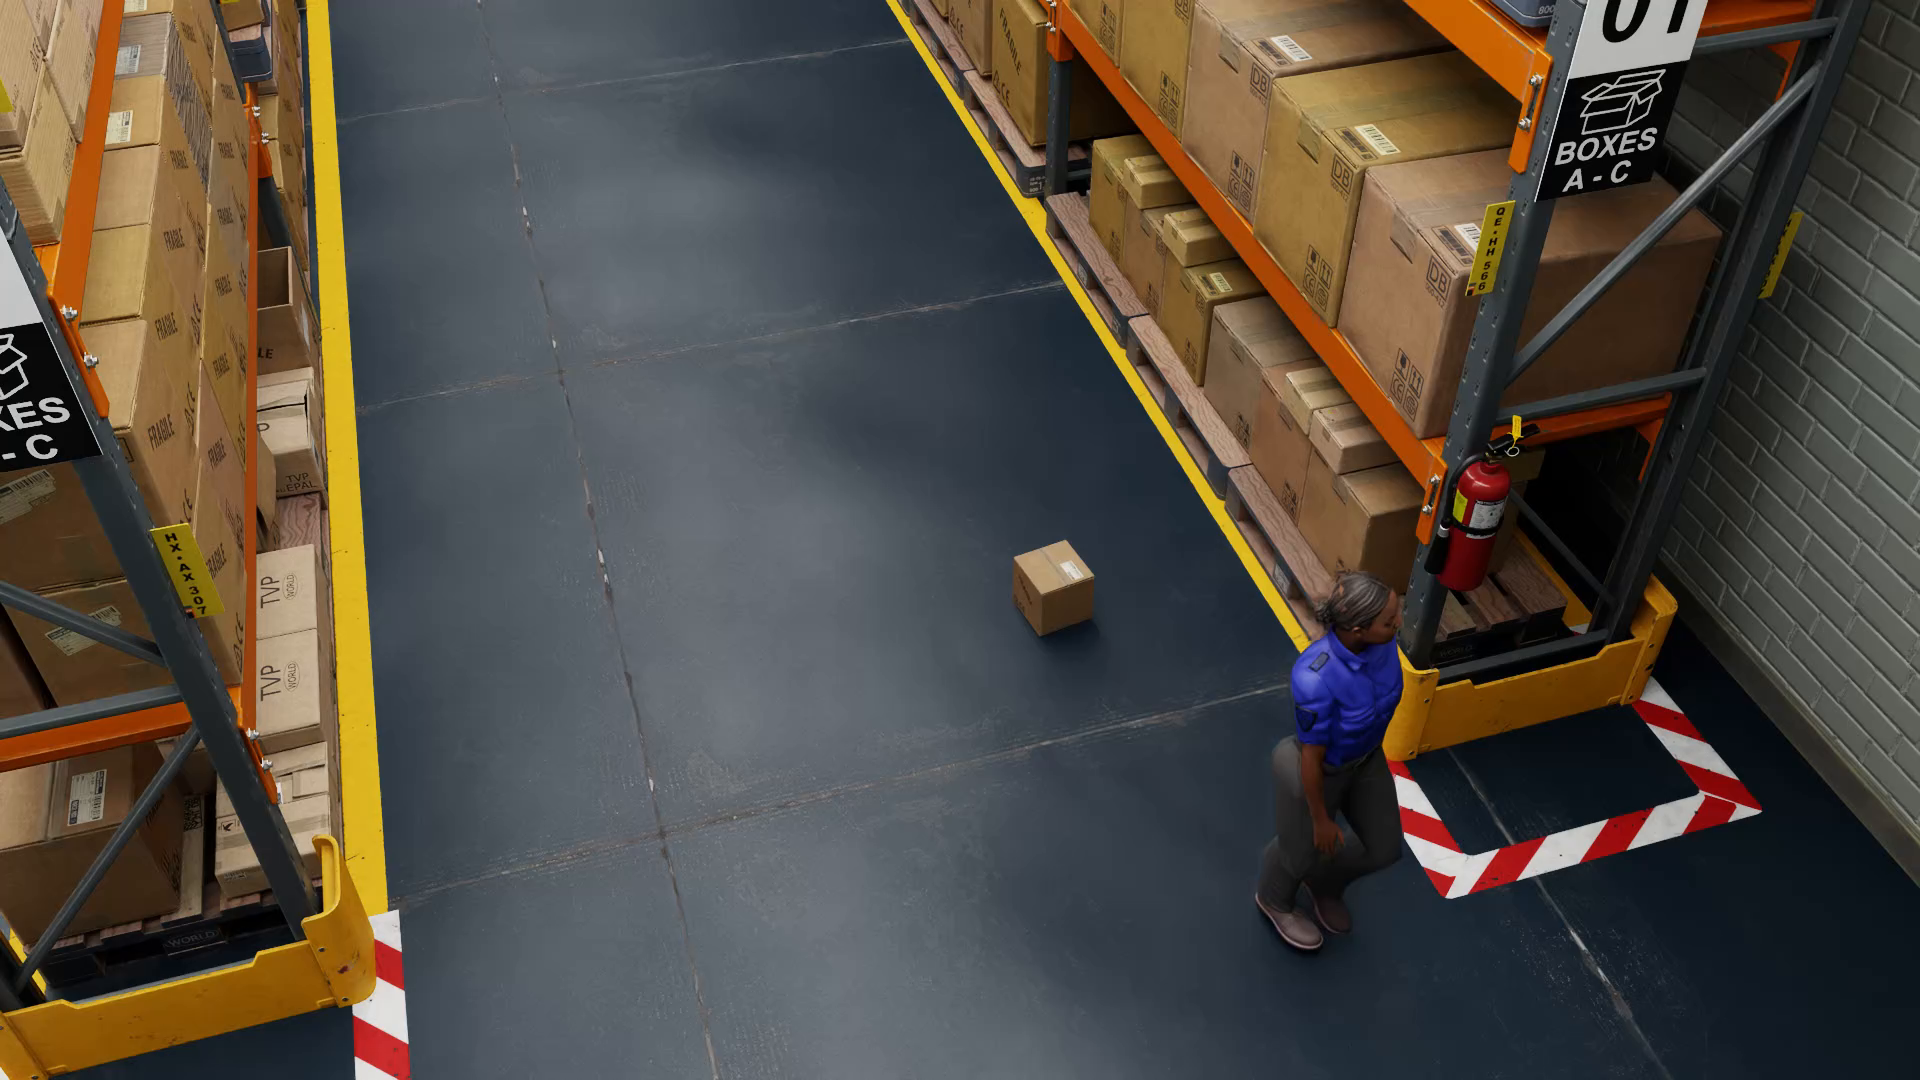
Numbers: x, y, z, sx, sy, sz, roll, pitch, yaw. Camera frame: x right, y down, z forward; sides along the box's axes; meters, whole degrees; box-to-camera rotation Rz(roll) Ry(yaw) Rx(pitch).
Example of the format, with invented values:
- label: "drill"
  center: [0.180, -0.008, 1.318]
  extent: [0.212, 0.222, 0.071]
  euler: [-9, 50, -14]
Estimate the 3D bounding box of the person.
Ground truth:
- label: "person"
  center: [1.223, 0.779, 5.318]
  extent: [0.452, 1.692, 0.407]
  euler: [-27, 49, -26]
